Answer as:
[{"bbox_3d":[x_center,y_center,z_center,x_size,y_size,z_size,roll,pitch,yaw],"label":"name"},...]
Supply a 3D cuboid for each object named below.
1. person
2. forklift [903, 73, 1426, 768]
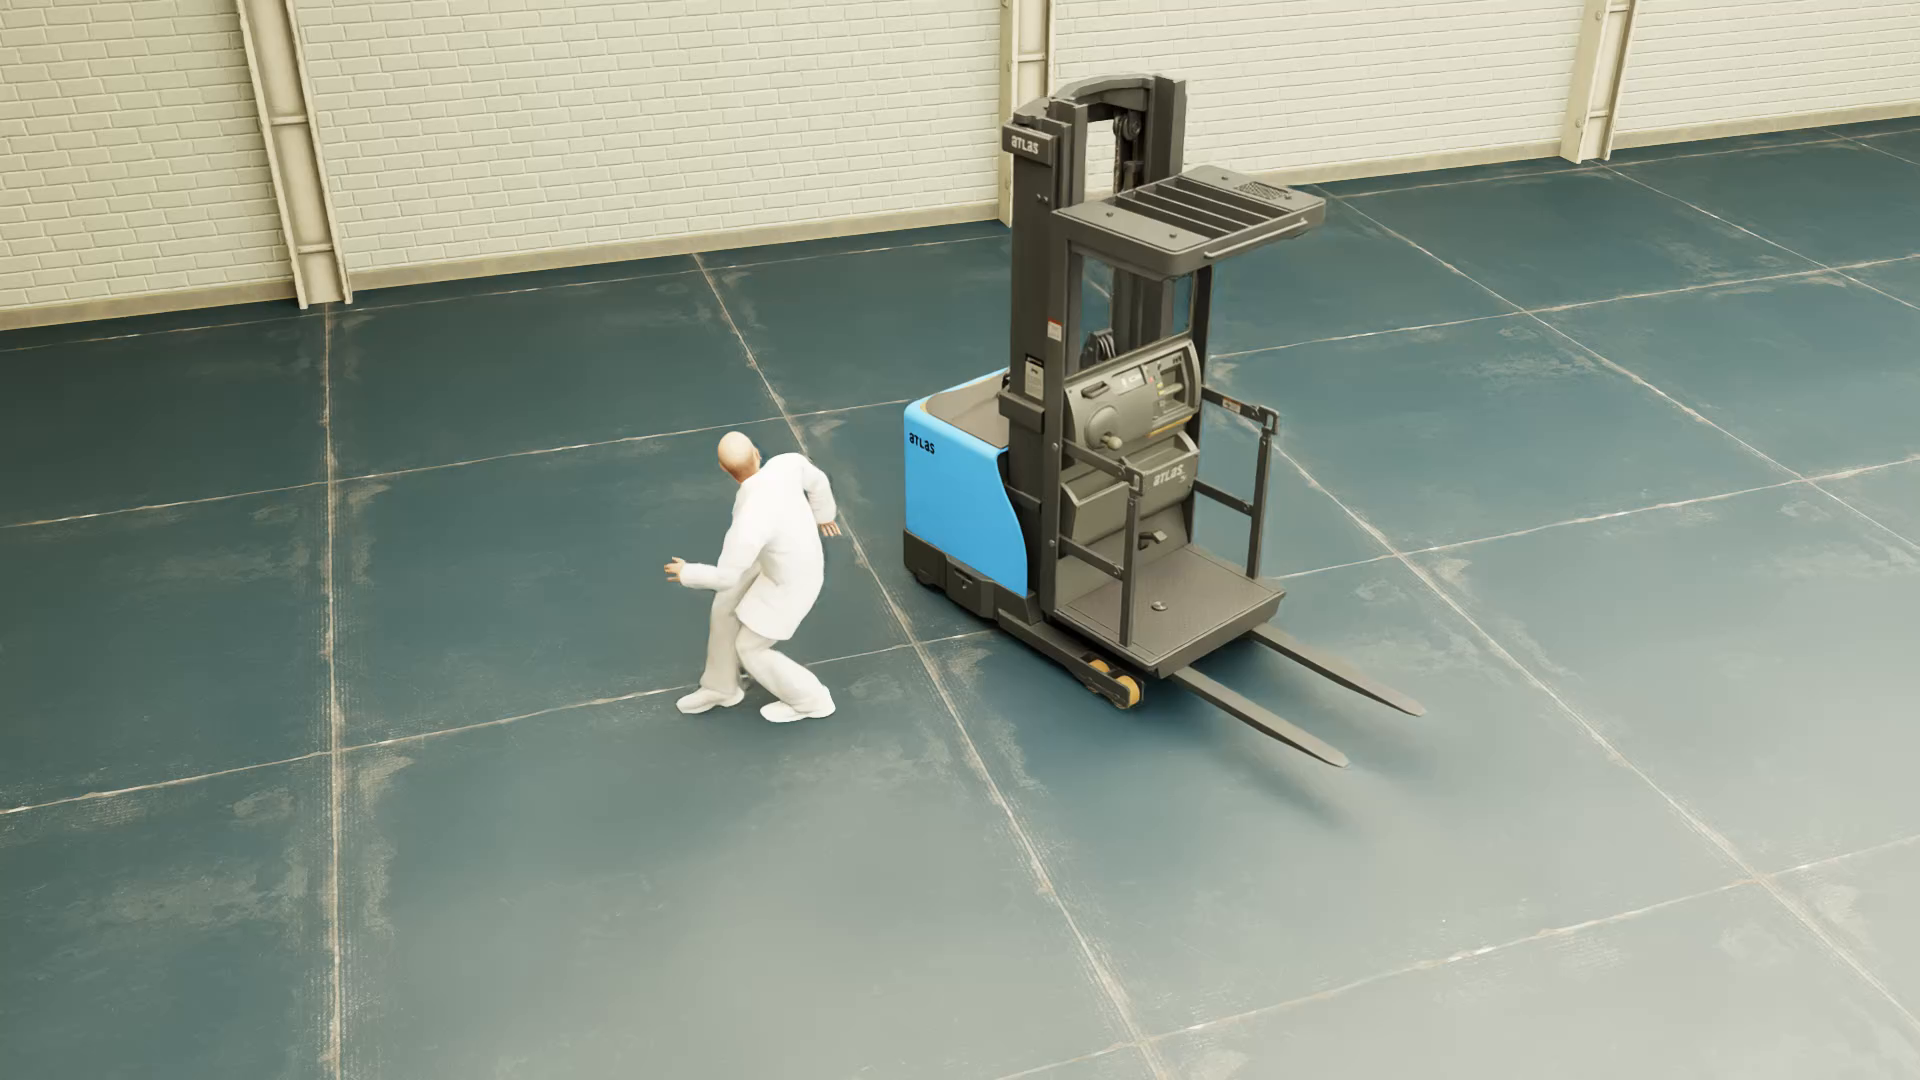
[{"bbox_3d":[-1.036,0.141,8.211,0.828,1.599,0.804,1,30,2],"label":"person"},{"bbox_3d":[1.027,-0.694,8.292,1.130,2.935,3.031,-24,38,-35],"label":"forklift"}]
